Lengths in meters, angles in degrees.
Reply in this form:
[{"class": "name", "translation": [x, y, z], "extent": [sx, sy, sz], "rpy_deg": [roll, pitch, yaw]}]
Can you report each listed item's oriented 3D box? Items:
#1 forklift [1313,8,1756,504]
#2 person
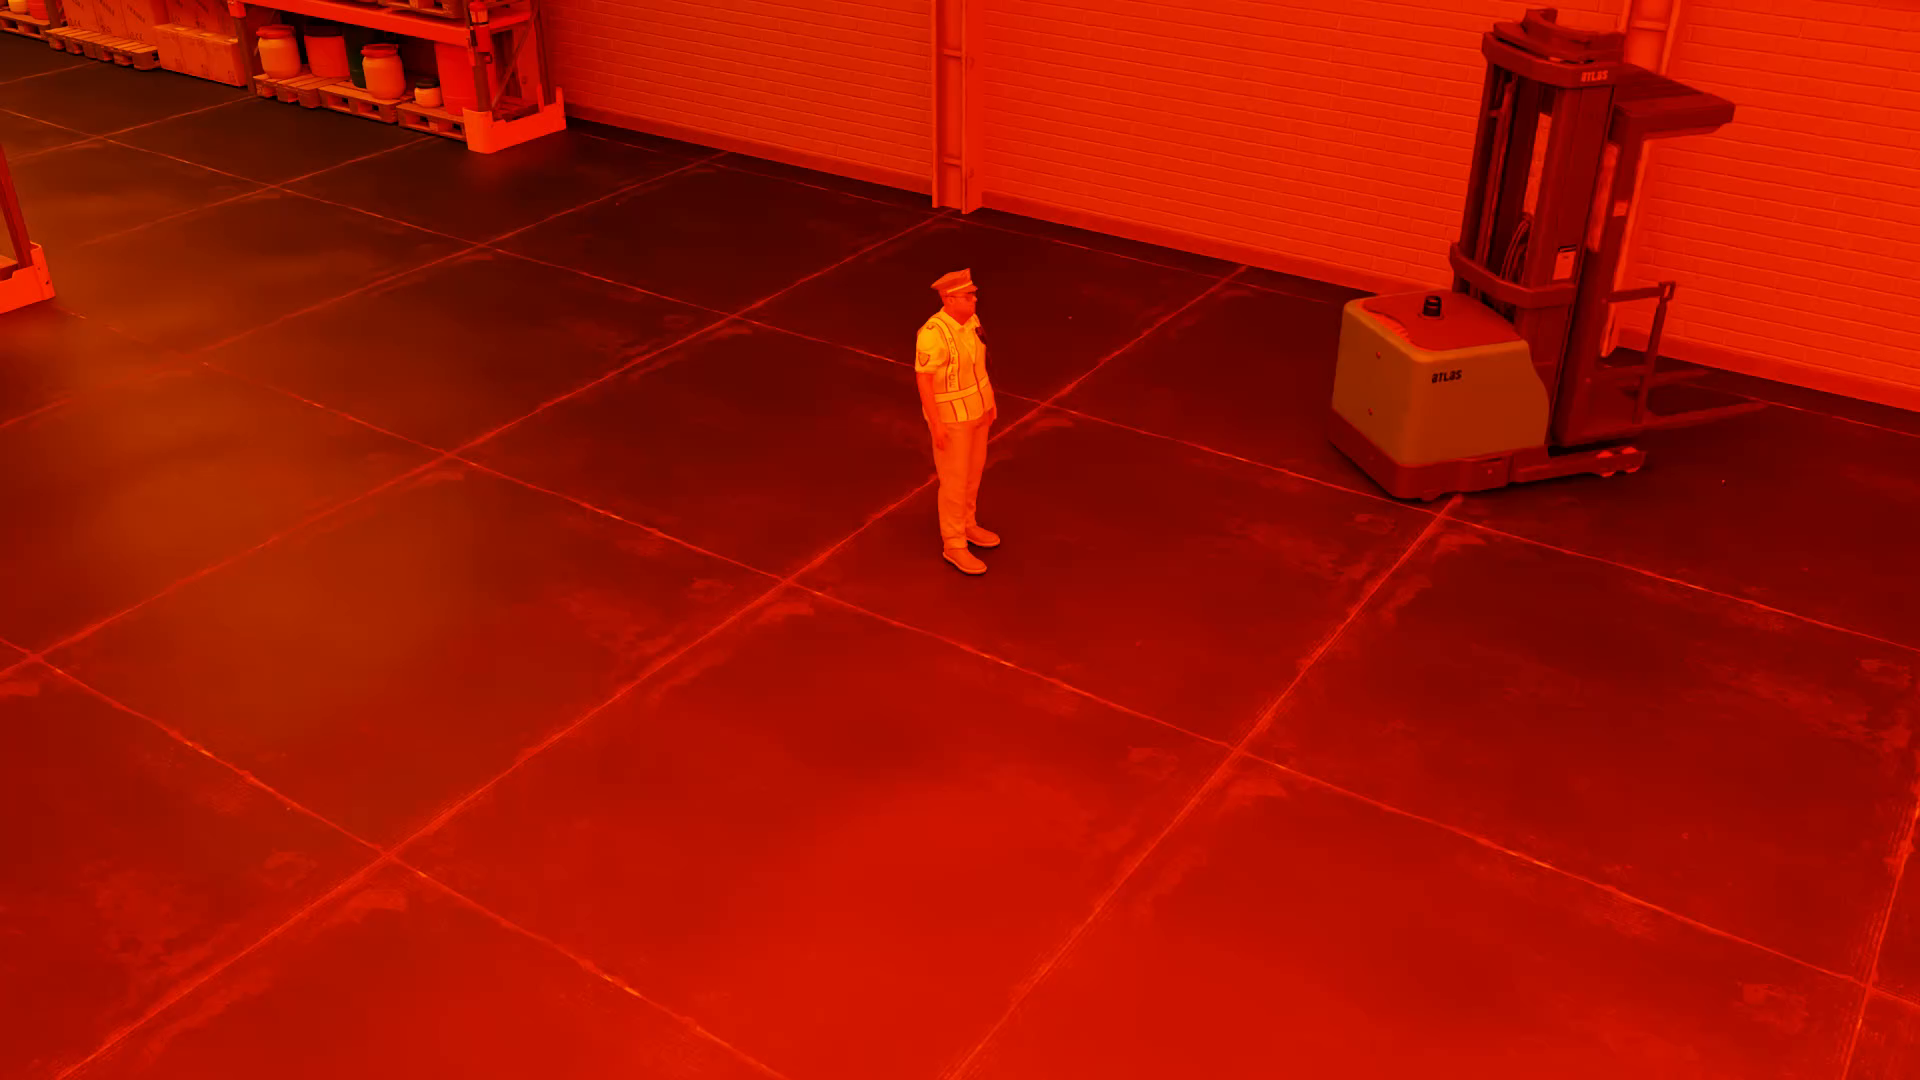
[{"class": "forklift", "translation": [4.030, -1.924, 10.894], "extent": [3.031, 2.935, 1.130], "rpy_deg": [-9, 31, -15]}, {"class": "person", "translation": [0.059, -0.751, 10.002], "extent": [0.573, 1.781, 0.641], "rpy_deg": [19, 35, 29]}]
